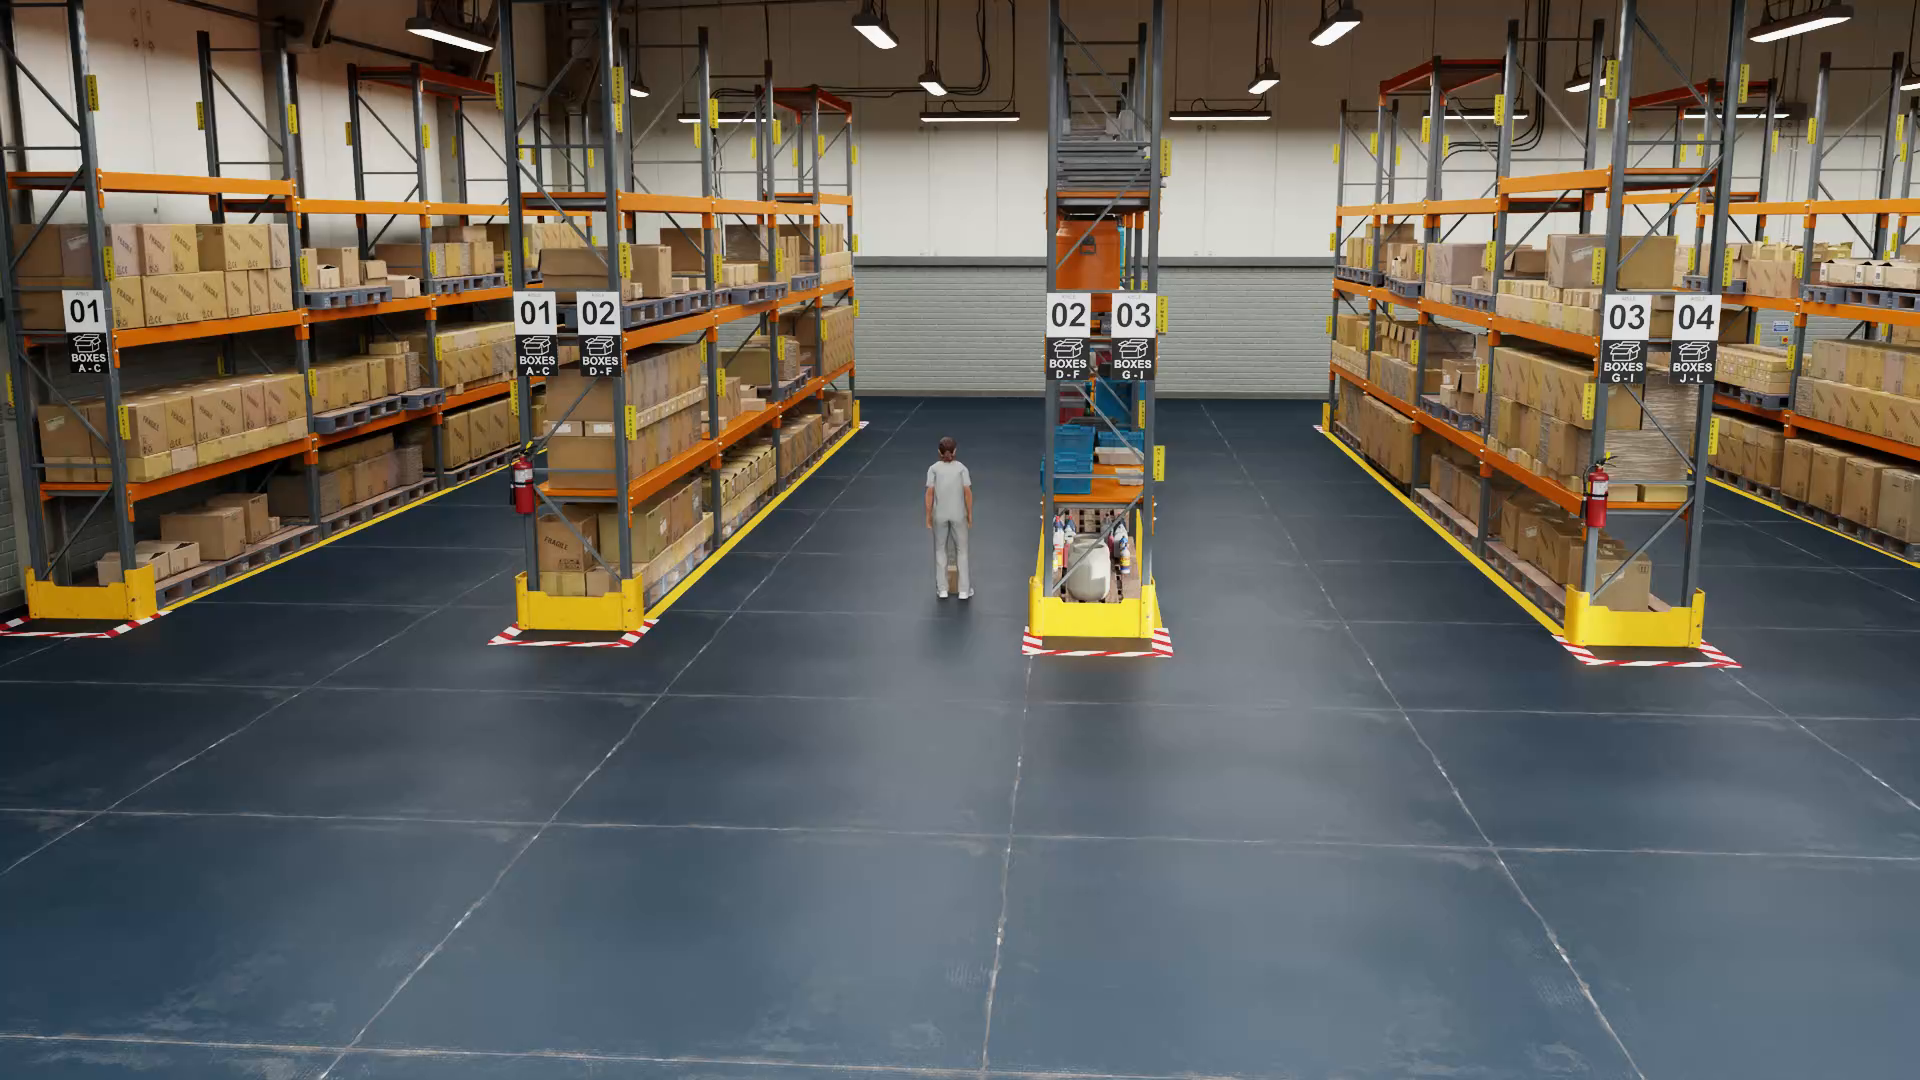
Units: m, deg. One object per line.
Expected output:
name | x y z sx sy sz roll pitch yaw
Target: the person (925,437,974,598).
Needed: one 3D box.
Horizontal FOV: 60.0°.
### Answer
person | -0.106 -0.236 17.171 0.502 1.671 0.416 0 11 1
